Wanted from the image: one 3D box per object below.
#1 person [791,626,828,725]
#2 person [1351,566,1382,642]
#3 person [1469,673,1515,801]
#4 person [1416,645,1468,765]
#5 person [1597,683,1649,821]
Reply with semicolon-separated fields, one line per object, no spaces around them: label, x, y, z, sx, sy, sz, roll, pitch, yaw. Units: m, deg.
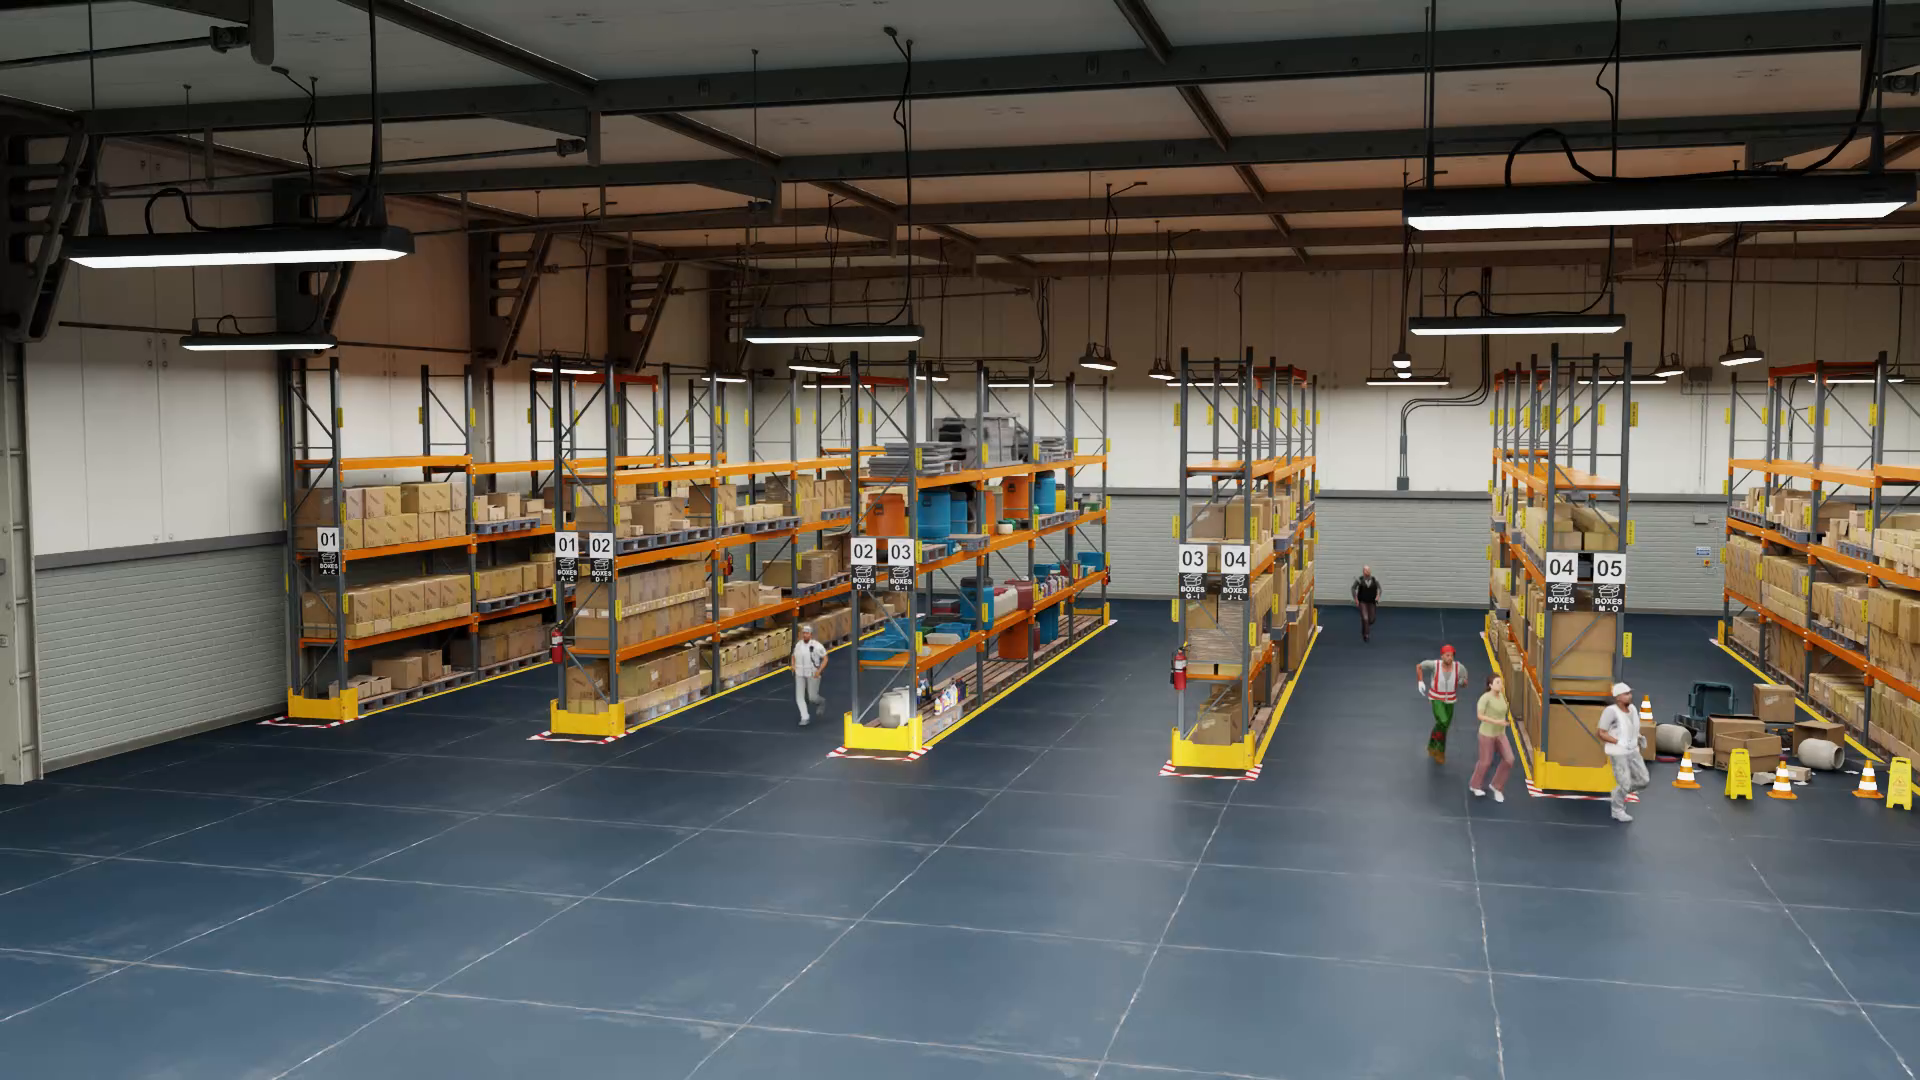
person;-2.465;2.198;27.193;0.648;1.615;0.646;1;4;17
person;9.147;1.432;37.389;0.689;1.704;0.630;0;4;-1
person;6.984;2.589;21.782;0.594;1.711;0.693;-2;5;-25
person;6.984;2.357;24.090;0.645;1.745;0.939;-1;4;-7
person;8.191;2.625;20.555;0.707;1.731;0.533;-3;5;-31
